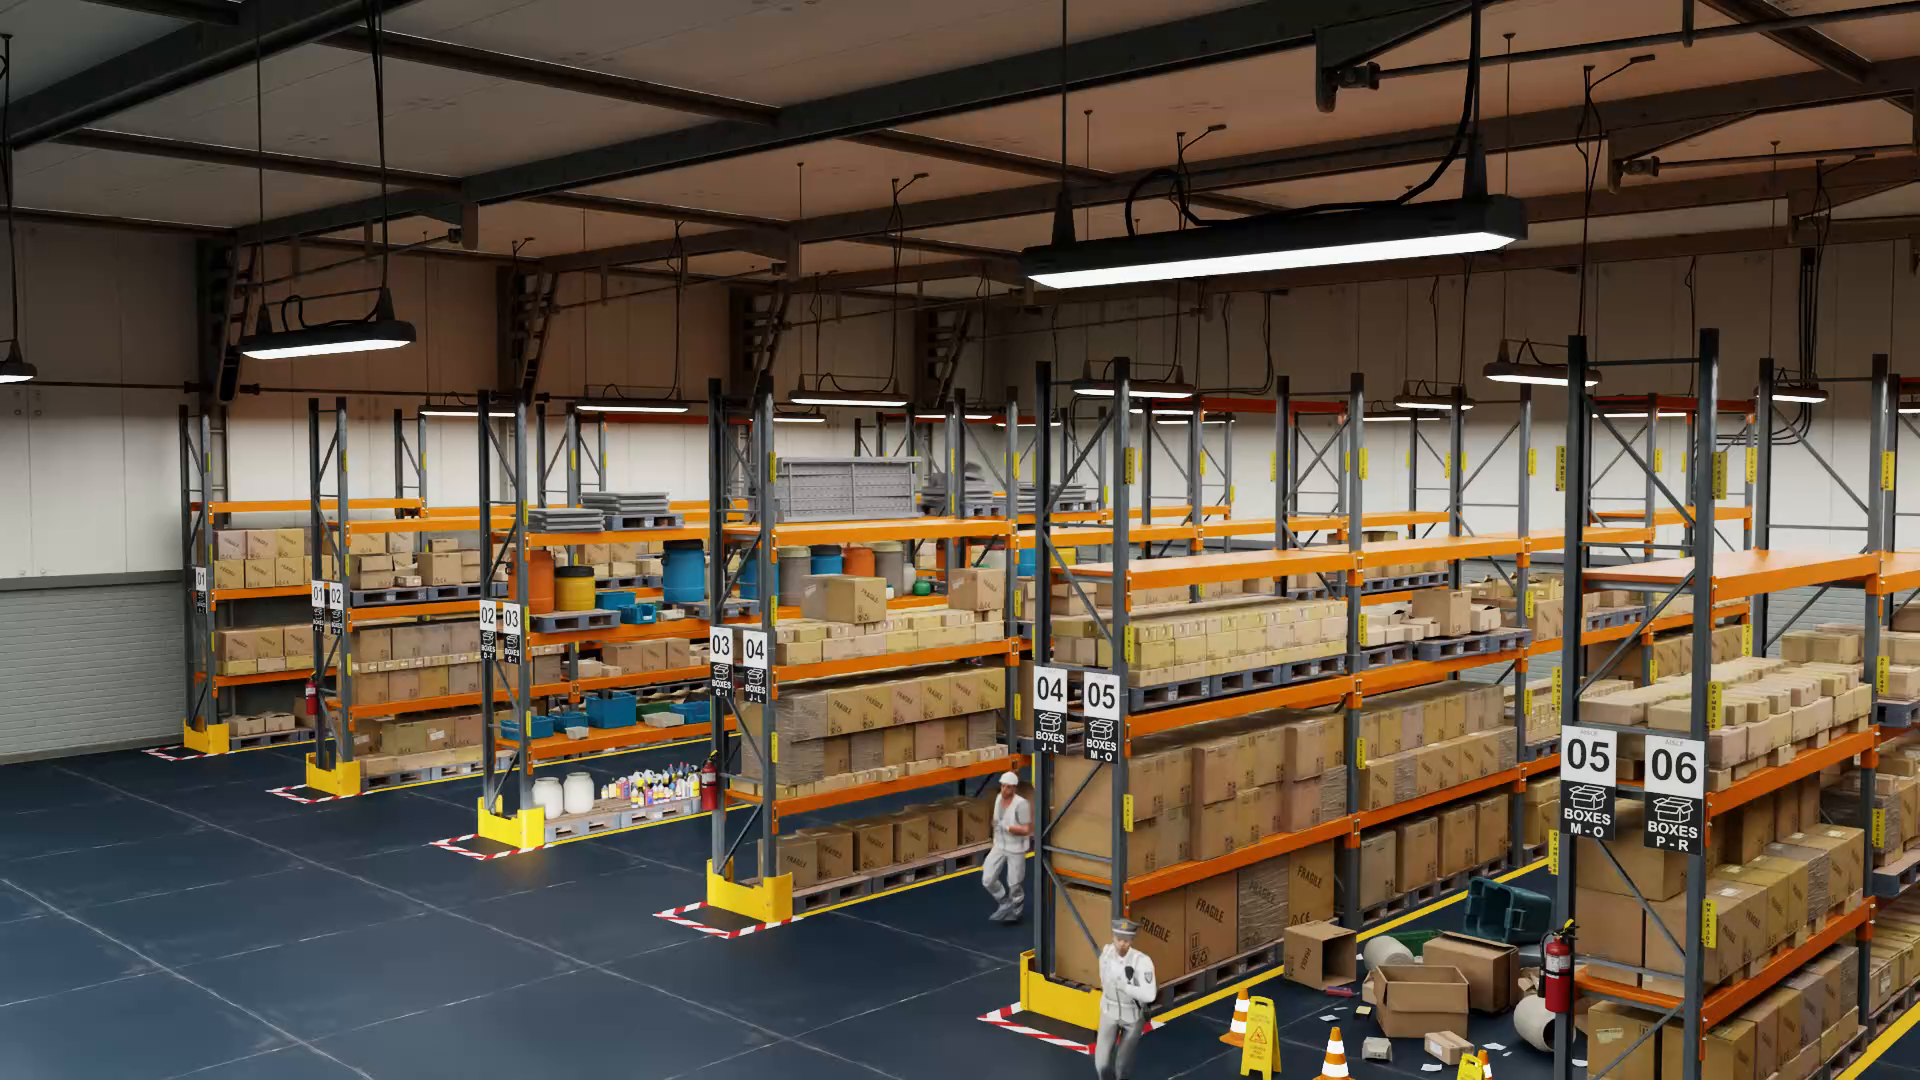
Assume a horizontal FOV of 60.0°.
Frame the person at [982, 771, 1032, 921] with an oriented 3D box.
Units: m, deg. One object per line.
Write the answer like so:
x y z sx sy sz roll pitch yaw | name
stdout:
0.553 3.344 17.970 0.574 1.717 0.865 2 3 30 | person

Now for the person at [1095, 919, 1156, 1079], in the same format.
1.283 3.674 12.798 0.513 1.622 0.783 1 3 15 | person
